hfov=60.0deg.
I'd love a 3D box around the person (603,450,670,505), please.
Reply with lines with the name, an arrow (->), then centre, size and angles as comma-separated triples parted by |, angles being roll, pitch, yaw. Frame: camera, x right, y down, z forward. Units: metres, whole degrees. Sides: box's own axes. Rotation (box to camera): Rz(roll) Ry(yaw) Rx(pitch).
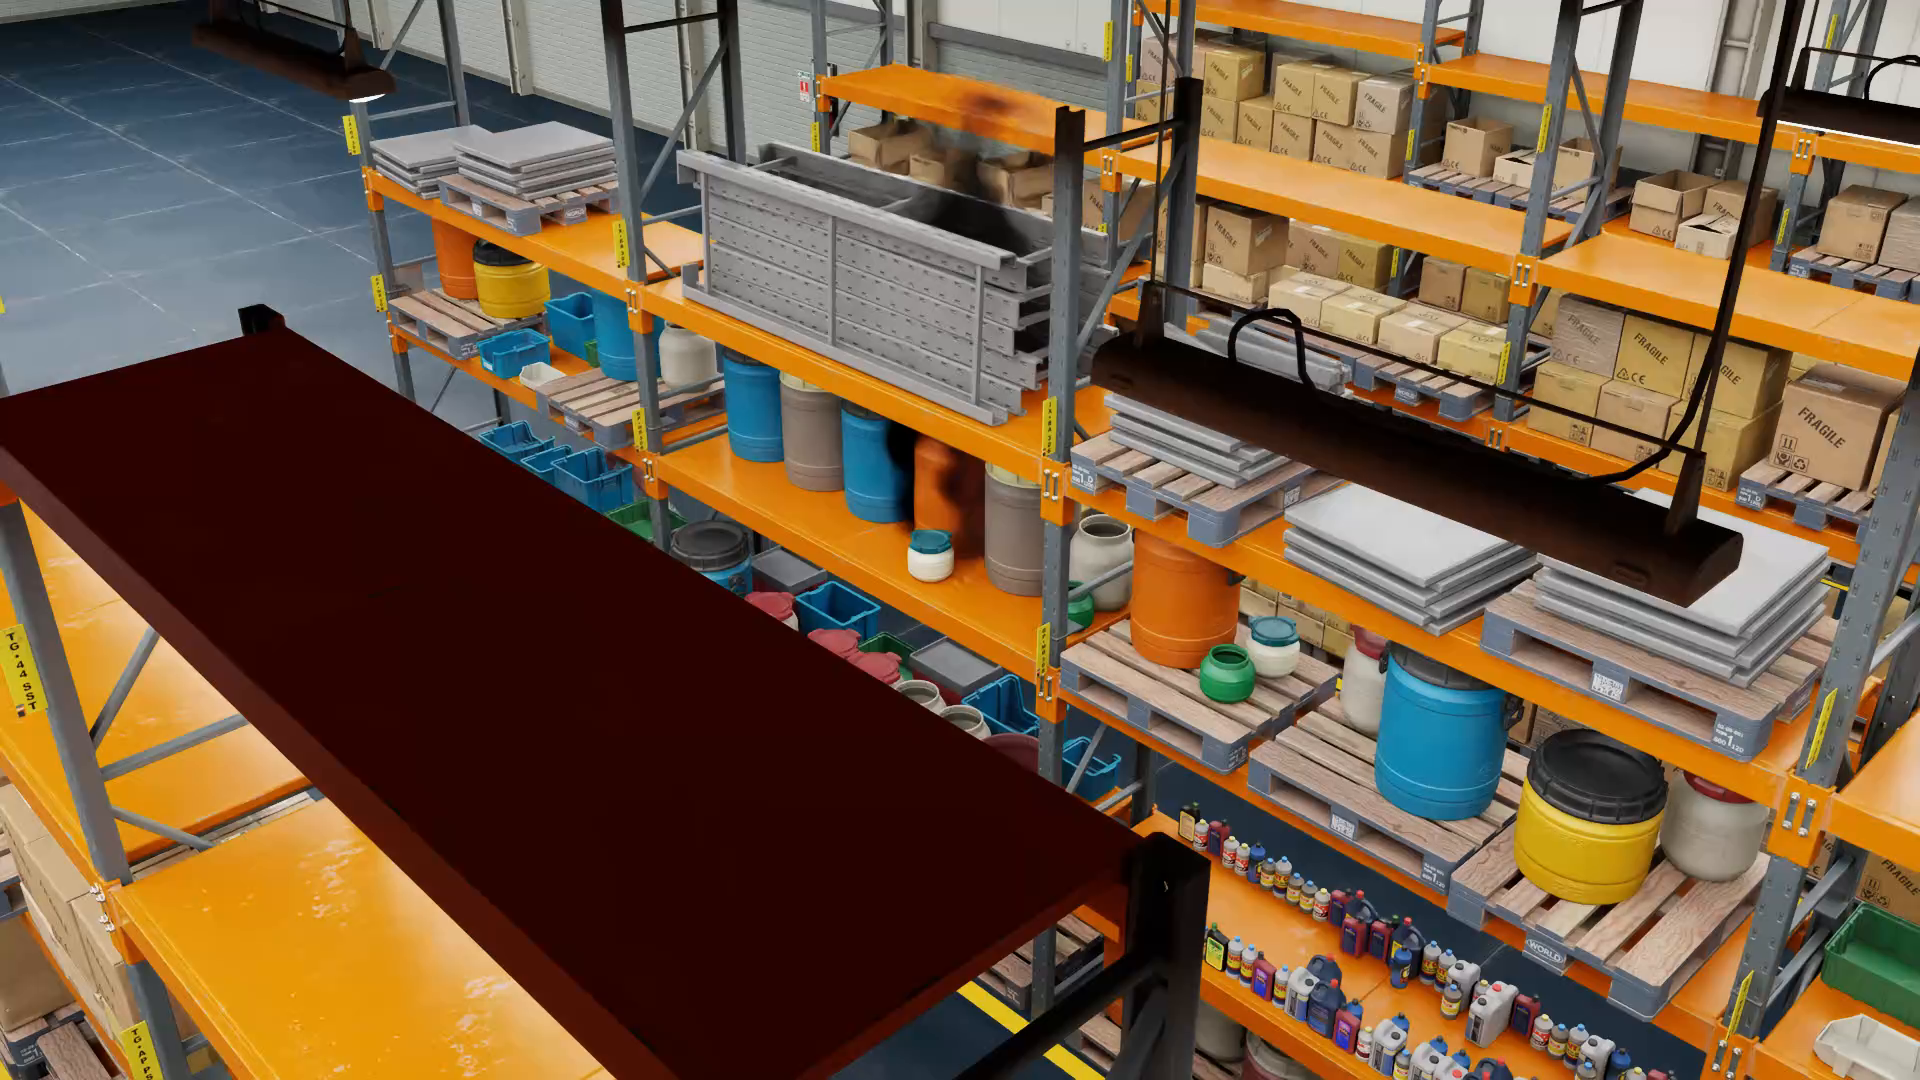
person -> -3.441, -0.960, 16.825 | 0.948, 1.678, 0.562 | 6, 29, 12
